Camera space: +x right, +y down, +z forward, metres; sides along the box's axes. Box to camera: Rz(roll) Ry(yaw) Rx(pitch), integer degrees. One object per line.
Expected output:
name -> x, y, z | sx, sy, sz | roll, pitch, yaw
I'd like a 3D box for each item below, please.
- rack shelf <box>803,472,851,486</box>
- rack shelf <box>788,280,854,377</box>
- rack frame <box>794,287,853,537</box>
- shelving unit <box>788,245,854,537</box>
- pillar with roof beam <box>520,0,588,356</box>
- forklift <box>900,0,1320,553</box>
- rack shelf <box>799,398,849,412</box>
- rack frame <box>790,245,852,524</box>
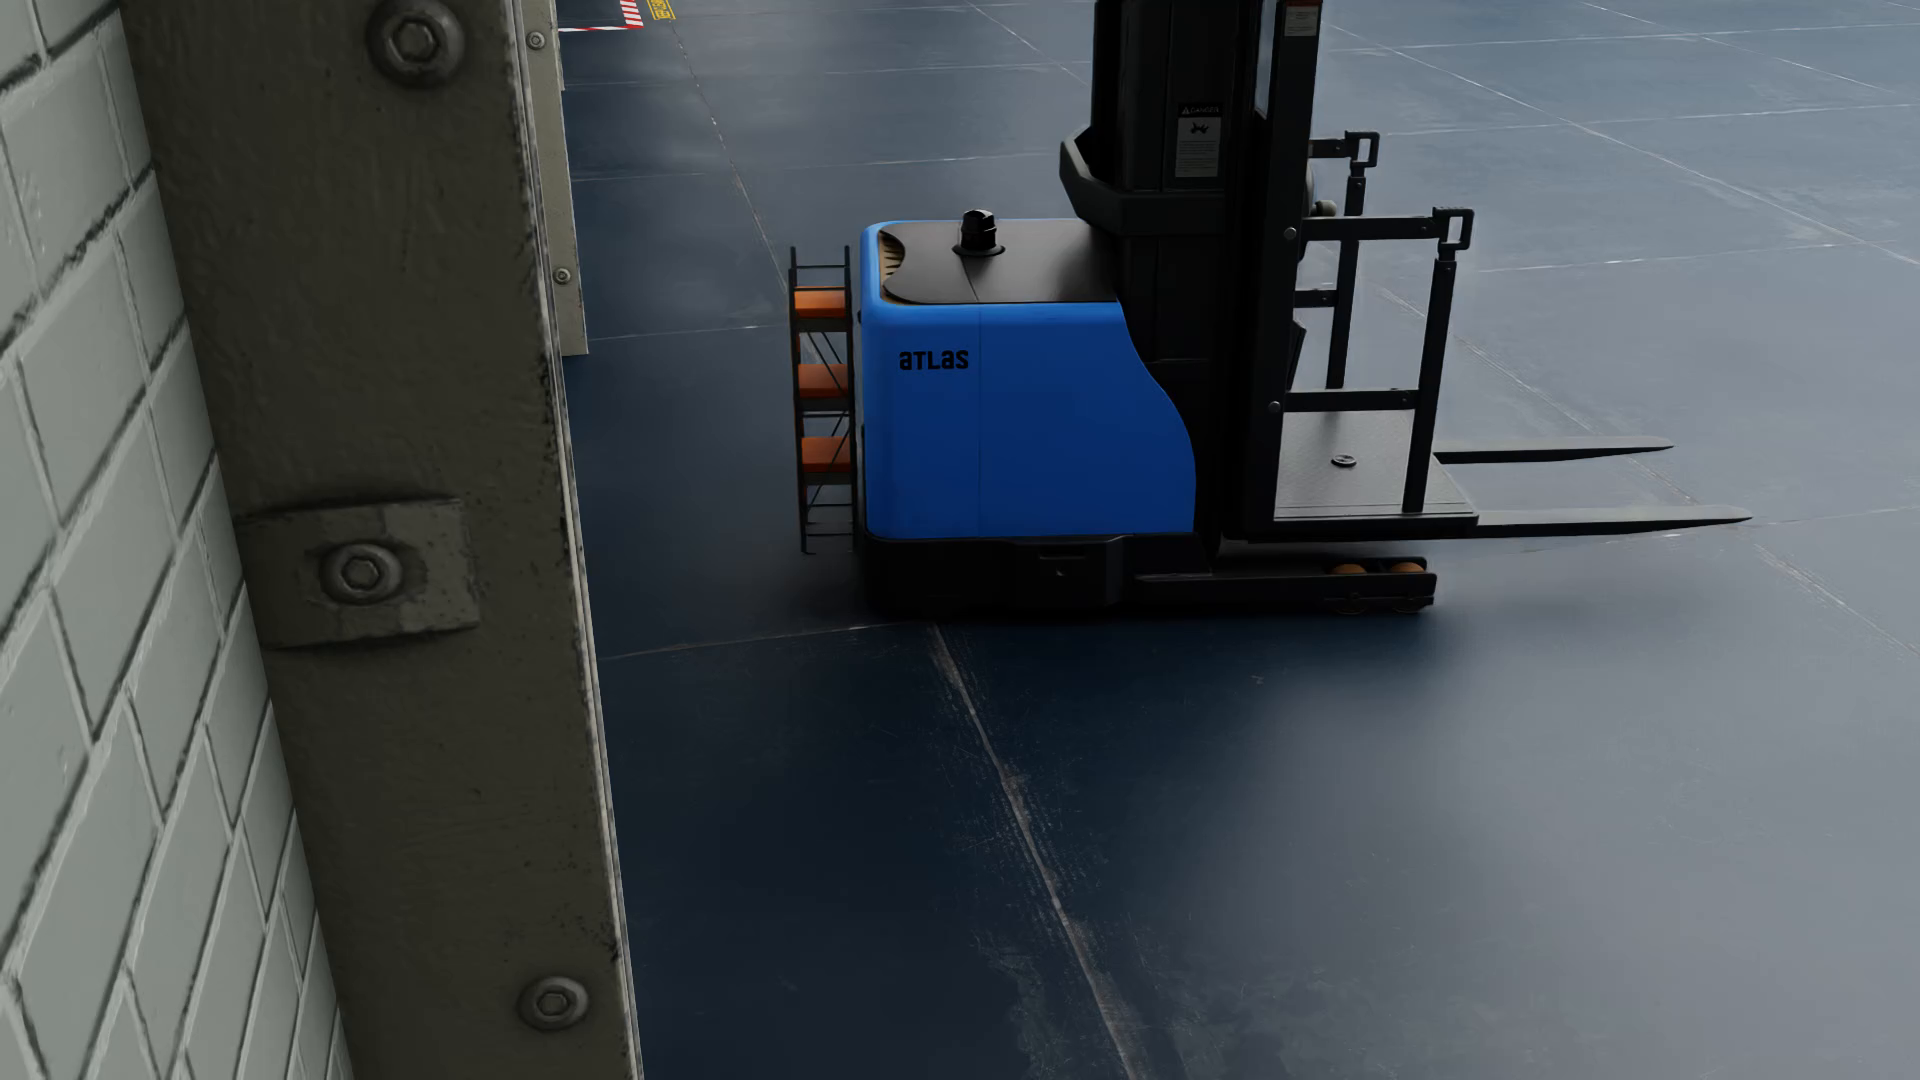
rack shelf -> -0.469, -0.263, 5.891 | 0.166, 0.050, 0.221 | -2, 27, -3
rack shelf -> -0.469, -0.720, 5.661 | 0.215, 0.259, 0.240 | -2, 27, -3
rack frame -> -0.461, -0.421, 5.675 | 0.190, 0.915, 0.003 | -2, 27, -3
shelving unit -> -0.469, -0.477, 5.785 | 0.215, 1.050, 0.249 | -2, 27, -3
pillar with roof beam -> 2.273, -5.390, 6.697 | 9.100, 9.000, 0.400 | -6, 27, -12
forklift -> 10.499, -11.906, 26.094 | 24.390, 3.159, 46.598 | -2, 27, -3
rack shelf -> -0.469, -0.511, 5.766 | 0.166, 0.050, 0.221 | -2, 27, -3
rack frame -> -0.476, -0.531, 5.893 | 0.200, 1.050, 0.008 | -2, 27, -3
